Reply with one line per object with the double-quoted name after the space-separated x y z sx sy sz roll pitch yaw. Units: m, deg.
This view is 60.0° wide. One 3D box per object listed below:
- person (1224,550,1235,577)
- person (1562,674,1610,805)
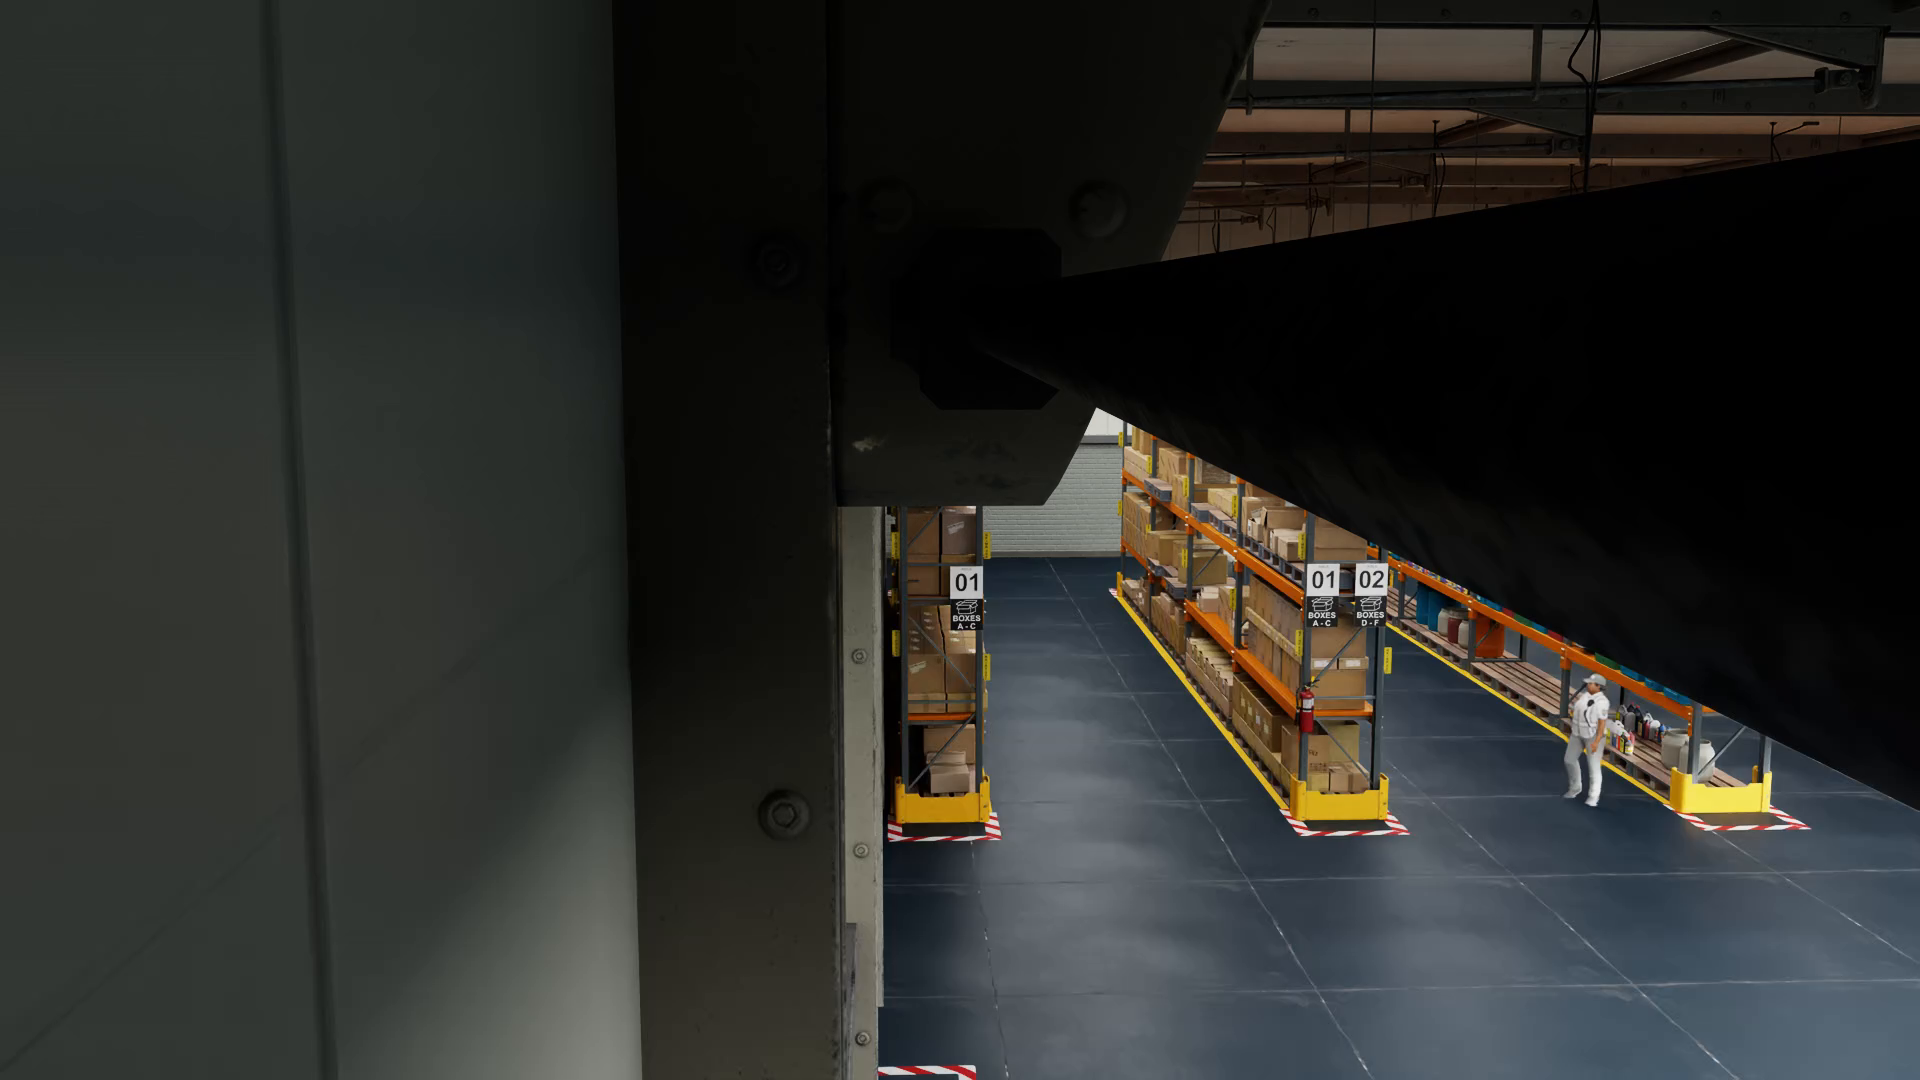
5.724 0.456 35.732 0.574 1.738 1.092 -1 8 -5 "person"
8.034 2.559 21.298 0.427 1.708 0.550 -5 9 -32 "person"
